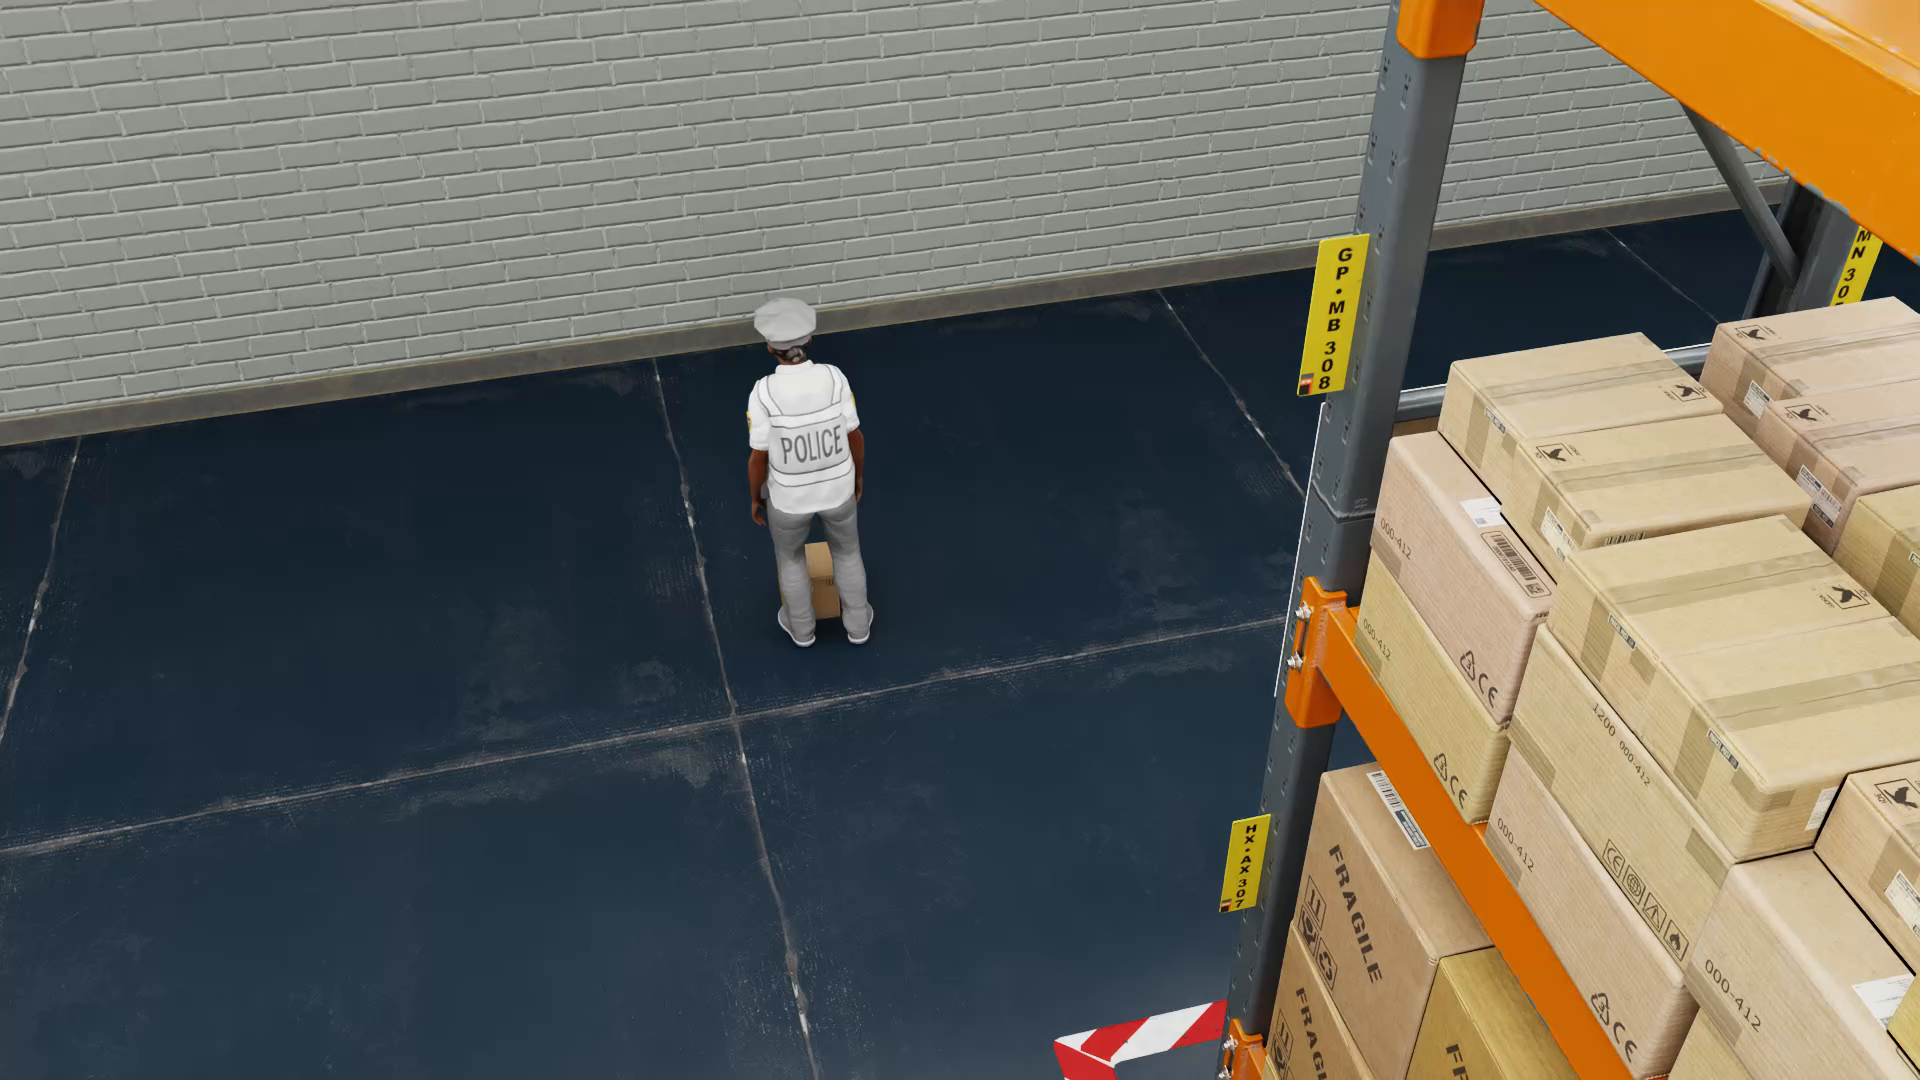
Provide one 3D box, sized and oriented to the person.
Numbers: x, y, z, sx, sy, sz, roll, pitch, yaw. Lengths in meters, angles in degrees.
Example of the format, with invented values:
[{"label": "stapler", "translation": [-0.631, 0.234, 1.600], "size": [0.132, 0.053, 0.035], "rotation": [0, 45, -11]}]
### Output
[{"label": "person", "translation": [-0.621, -0.224, 6.998], "size": [0.503, 1.657, 0.422], "rotation": [-10, 39, -12]}]
